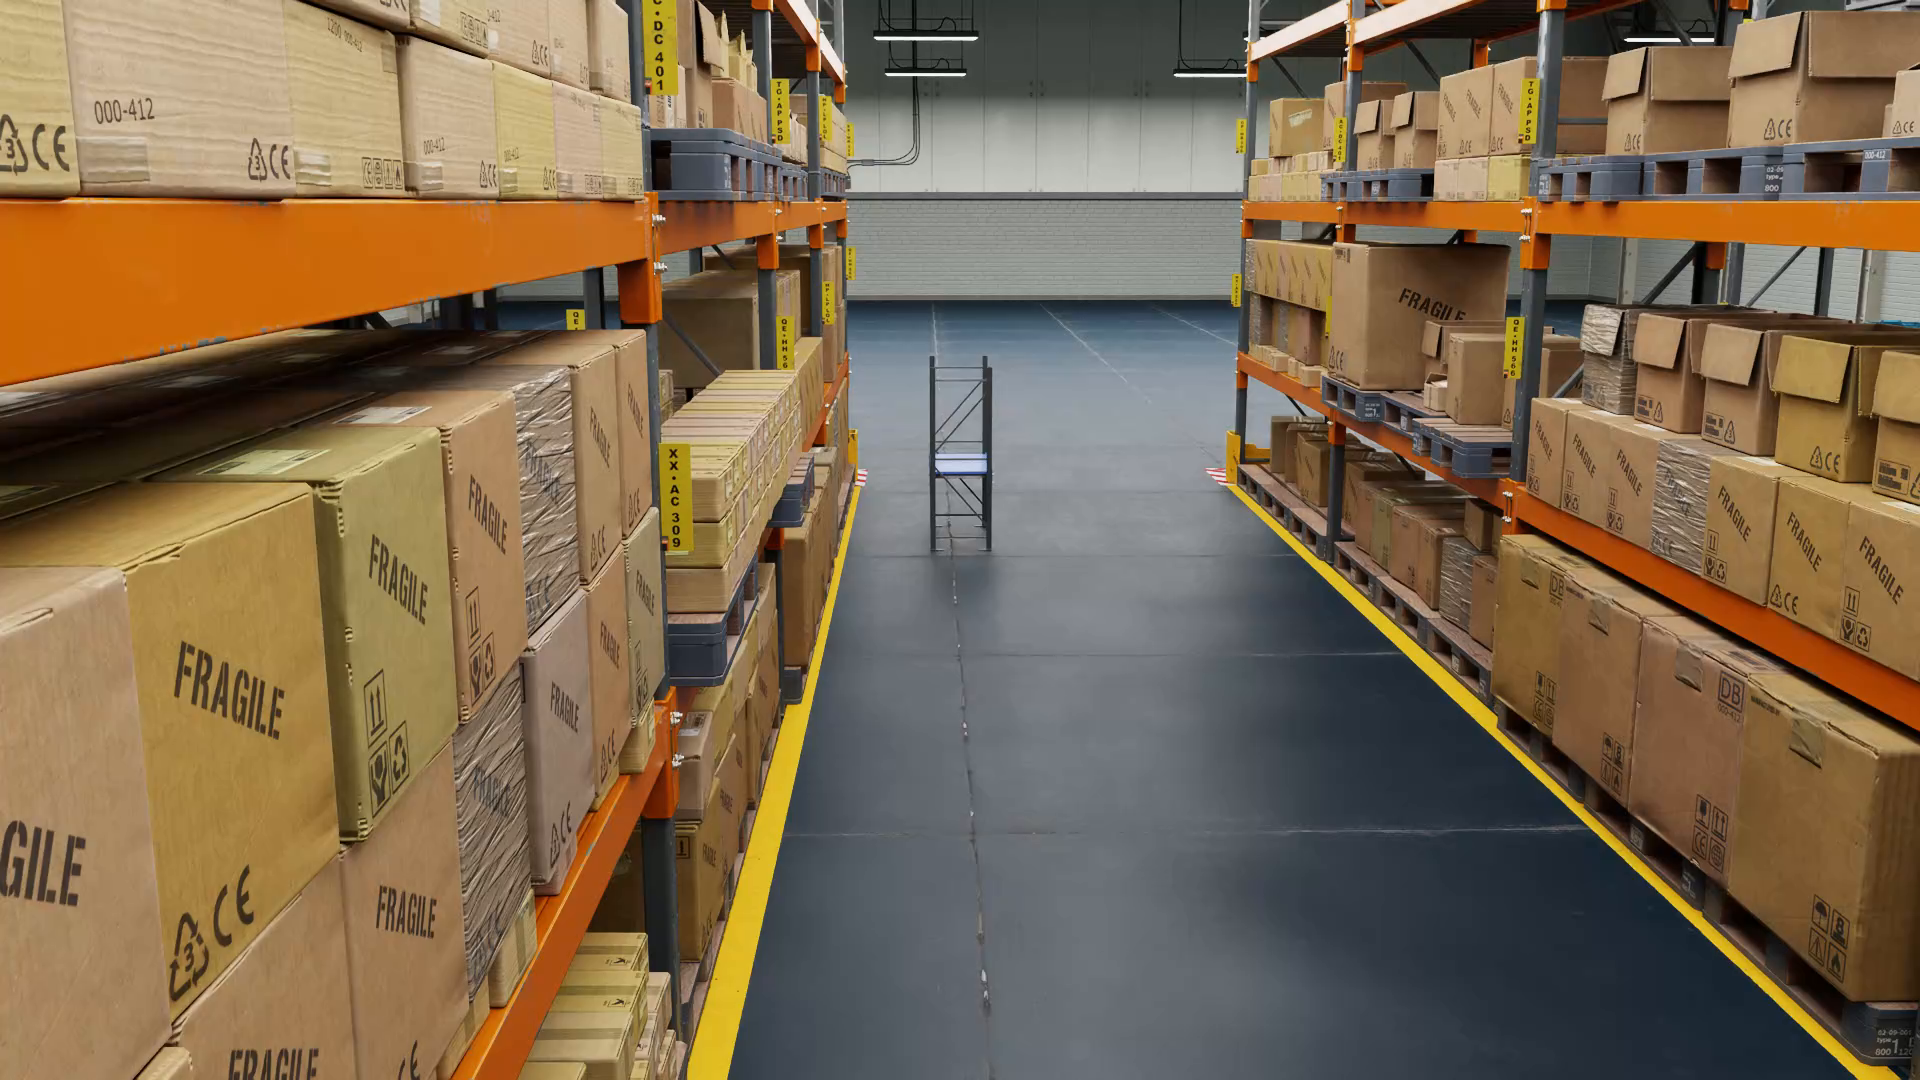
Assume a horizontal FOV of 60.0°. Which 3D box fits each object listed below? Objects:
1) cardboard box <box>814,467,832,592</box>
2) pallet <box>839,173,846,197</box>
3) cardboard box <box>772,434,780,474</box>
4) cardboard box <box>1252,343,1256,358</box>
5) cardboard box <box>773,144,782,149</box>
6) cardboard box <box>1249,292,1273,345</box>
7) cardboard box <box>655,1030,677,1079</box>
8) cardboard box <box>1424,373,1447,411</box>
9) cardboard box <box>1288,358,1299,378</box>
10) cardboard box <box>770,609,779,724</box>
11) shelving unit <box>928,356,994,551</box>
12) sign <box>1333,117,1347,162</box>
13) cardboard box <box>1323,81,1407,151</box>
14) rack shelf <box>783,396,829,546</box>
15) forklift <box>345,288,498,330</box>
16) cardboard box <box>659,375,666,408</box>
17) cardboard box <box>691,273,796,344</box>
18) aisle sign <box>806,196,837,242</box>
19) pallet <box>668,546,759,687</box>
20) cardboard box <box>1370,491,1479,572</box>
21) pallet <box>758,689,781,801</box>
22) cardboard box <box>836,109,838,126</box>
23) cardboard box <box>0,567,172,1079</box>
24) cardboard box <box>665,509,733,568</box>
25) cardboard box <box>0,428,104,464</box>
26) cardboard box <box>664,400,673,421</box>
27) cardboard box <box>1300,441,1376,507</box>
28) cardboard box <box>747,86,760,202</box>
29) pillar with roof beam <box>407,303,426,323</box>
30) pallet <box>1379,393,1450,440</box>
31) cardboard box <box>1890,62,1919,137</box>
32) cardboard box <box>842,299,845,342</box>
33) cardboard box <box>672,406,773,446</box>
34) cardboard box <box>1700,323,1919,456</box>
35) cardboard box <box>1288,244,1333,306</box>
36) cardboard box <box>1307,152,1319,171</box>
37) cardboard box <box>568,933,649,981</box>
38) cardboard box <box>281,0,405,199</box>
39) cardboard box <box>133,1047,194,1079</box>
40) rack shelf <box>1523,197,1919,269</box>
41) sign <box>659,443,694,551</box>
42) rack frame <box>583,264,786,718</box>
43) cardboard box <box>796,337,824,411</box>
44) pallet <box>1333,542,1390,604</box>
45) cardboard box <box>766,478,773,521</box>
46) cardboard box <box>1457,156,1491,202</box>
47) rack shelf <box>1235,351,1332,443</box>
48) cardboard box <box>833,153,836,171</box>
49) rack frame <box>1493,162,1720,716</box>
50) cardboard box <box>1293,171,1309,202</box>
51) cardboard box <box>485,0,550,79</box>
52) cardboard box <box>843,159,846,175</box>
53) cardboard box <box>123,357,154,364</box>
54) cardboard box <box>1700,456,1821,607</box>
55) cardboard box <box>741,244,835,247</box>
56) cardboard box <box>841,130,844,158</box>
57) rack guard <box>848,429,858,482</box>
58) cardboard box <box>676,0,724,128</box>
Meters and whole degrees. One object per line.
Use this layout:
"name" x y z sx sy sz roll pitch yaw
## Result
"cardboard box" -1.439 -0.078 11.501 1.050 0.750 0.750 0 11 -1
"pallet" -1.615 -3.364 15.774 1.003 0.211 1.213 0 11 -1
"cardboard box" -0.981 -0.370 7.166 0.380 0.149 0.250 0 11 0
"cardboard box" 3.074 -1.854 16.287 0.380 0.149 0.250 0 11 -1
"cardboard box" -1.271 -2.320 9.324 0.500 0.311 0.500 0 11 -1
"cardboard box" 3.304 -2.170 16.212 0.875 0.500 0.500 0 11 -1
"cardboard box" -1.044 1.569 4.896 0.380 0.149 0.250 0 11 0
"cardboard box" 3.181 -0.965 10.553 0.396 0.266 0.258 -1 11 -3
"cardboard box" 3.088 -1.506 14.572 0.380 0.149 0.250 0 11 -1
"cardboard box" -1.201 0.655 8.518 0.500 0.500 0.500 0 11 -1
"shelving unit" -0.002 -0.752 13.994 0.538 1.500 1.048 0 11 -1
"sign" 2.860 -3.009 12.504 0.100 0.325 0.005 0 11 -1
"cardboard box" 3.138 -3.288 12.920 0.500 0.500 0.500 -1 11 -3
"rack shelf" -1.517 -0.539 10.982 1.077 0.370 4.000 0 11 -1
"forklift" -3.661 -0.966 11.449 1.130 2.935 3.031 -1 11 -4
"cardboard box" -1.652 -0.722 8.155 0.380 0.149 0.250 -1 11 -3
"cardboard box" -1.530 -1.628 11.771 0.700 0.500 0.500 0 11 -2
"aisle sign" -1.343 -3.374 16.607 0.394 0.787 0.004 0 11 -1
"pallet" -1.263 0.242 5.803 1.003 0.211 1.213 0 11 -1
"cardboard box" 3.385 -0.063 12.007 0.700 0.500 0.500 0 11 -2
"pallet" -1.461 1.028 8.463 1.003 0.211 1.213 0 11 -1
"cardboard box" -1.263 -3.708 14.568 0.380 0.149 0.250 0 11 -1
"cardboard box" -1.054 0.321 1.419 0.500 0.500 0.500 0 11 -2
"cardboard box" -0.941 -0.008 5.381 0.380 0.149 0.250 0 11 0
"cardboard box" -1.599 0.117 2.423 0.500 0.500 0.500 0 11 2
"cardboard box" -1.666 -0.626 8.427 0.380 0.149 0.250 0 11 1
"cardboard box" 3.324 -0.587 14.639 0.500 0.500 0.500 -1 12 -6
"cardboard box" -1.187 -1.802 7.599 0.500 0.500 0.500 0 11 -1
"pillar with roof beam" -8.629 -9.609 38.792 9.100 9.000 0.548 0 11 -1
"pallet" 3.403 -0.794 10.910 1.003 0.211 1.213 0 11 -1
"cardboard box" 3.635 -1.550 5.779 0.500 0.311 0.500 -1 11 -3
"cardboard box" -1.588 -2.084 16.412 0.875 0.550 0.550 0 11 -1
"cardboard box" -0.978 -0.464 6.882 0.380 0.149 0.250 0 11 1
"cardboard box" 3.515 -0.627 6.831 0.797 0.503 0.637 0 11 1
"cardboard box" 3.097 -2.262 14.148 0.500 0.500 0.500 0 11 -1
"cardboard box" 3.070 -3.103 13.639 0.380 0.149 0.250 -1 11 -3
"cardboard box" -1.125 1.270 4.871 0.380 0.149 0.250 0 11 0
"cardboard box" -1.094 -0.598 2.295 0.500 0.250 0.500 -1 11 -3
"cardboard box" -1.043 0.811 1.518 0.500 0.500 0.500 0 11 2
"rack shelf" 3.527 -1.214 6.766 1.077 0.370 4.000 0 11 -1
"sign" -0.851 -0.127 4.964 0.100 0.325 0.005 0 11 -1
"rack frame" -1.476 -0.494 8.951 1.000 3.000 0.127 0 11 -1
"cardboard box" -1.280 -1.236 12.355 0.500 0.500 0.500 0 11 -1
"pallet" 3.420 0.232 12.386 1.003 0.211 1.213 0 11 -1
"cardboard box" -0.976 -0.172 6.937 0.380 0.149 0.250 -1 11 -4
"cardboard box" 3.207 -2.083 9.616 0.500 0.250 0.500 0 11 -1
"rack shelf" 3.361 -1.335 14.903 1.077 0.370 4.000 0 11 -1
"cardboard box" -1.254 -3.218 14.157 0.380 0.149 0.250 0 11 -1
"rack frame" 3.485 -0.495 8.953 1.000 3.000 0.127 0 11 -1
"cardboard box" 3.116 -2.981 14.041 0.500 0.250 0.500 0 11 -2
"cardboard box" -1.115 -1.043 3.231 0.500 0.250 0.500 0 11 1
"cardboard box" -1.291 -3.571 15.899 0.380 0.149 0.250 0 11 -1
"cardboard box" -6.266 -1.559 12.142 0.500 0.500 0.500 0 11 -2
"cardboard box" 3.264 -0.043 6.473 0.500 0.500 0.500 0 11 -2
"cardboard box" -1.672 -2.613 16.303 0.875 0.550 0.550 0 11 -1
"cardboard box" -1.342 -3.686 15.461 0.500 0.250 0.500 0 11 -1
"rack guard" -1.642 -0.864 17.062 1.175 0.500 0.348 0 11 -1
"cardboard box" -1.294 -1.733 6.198 0.797 0.503 0.637 0 11 -2
